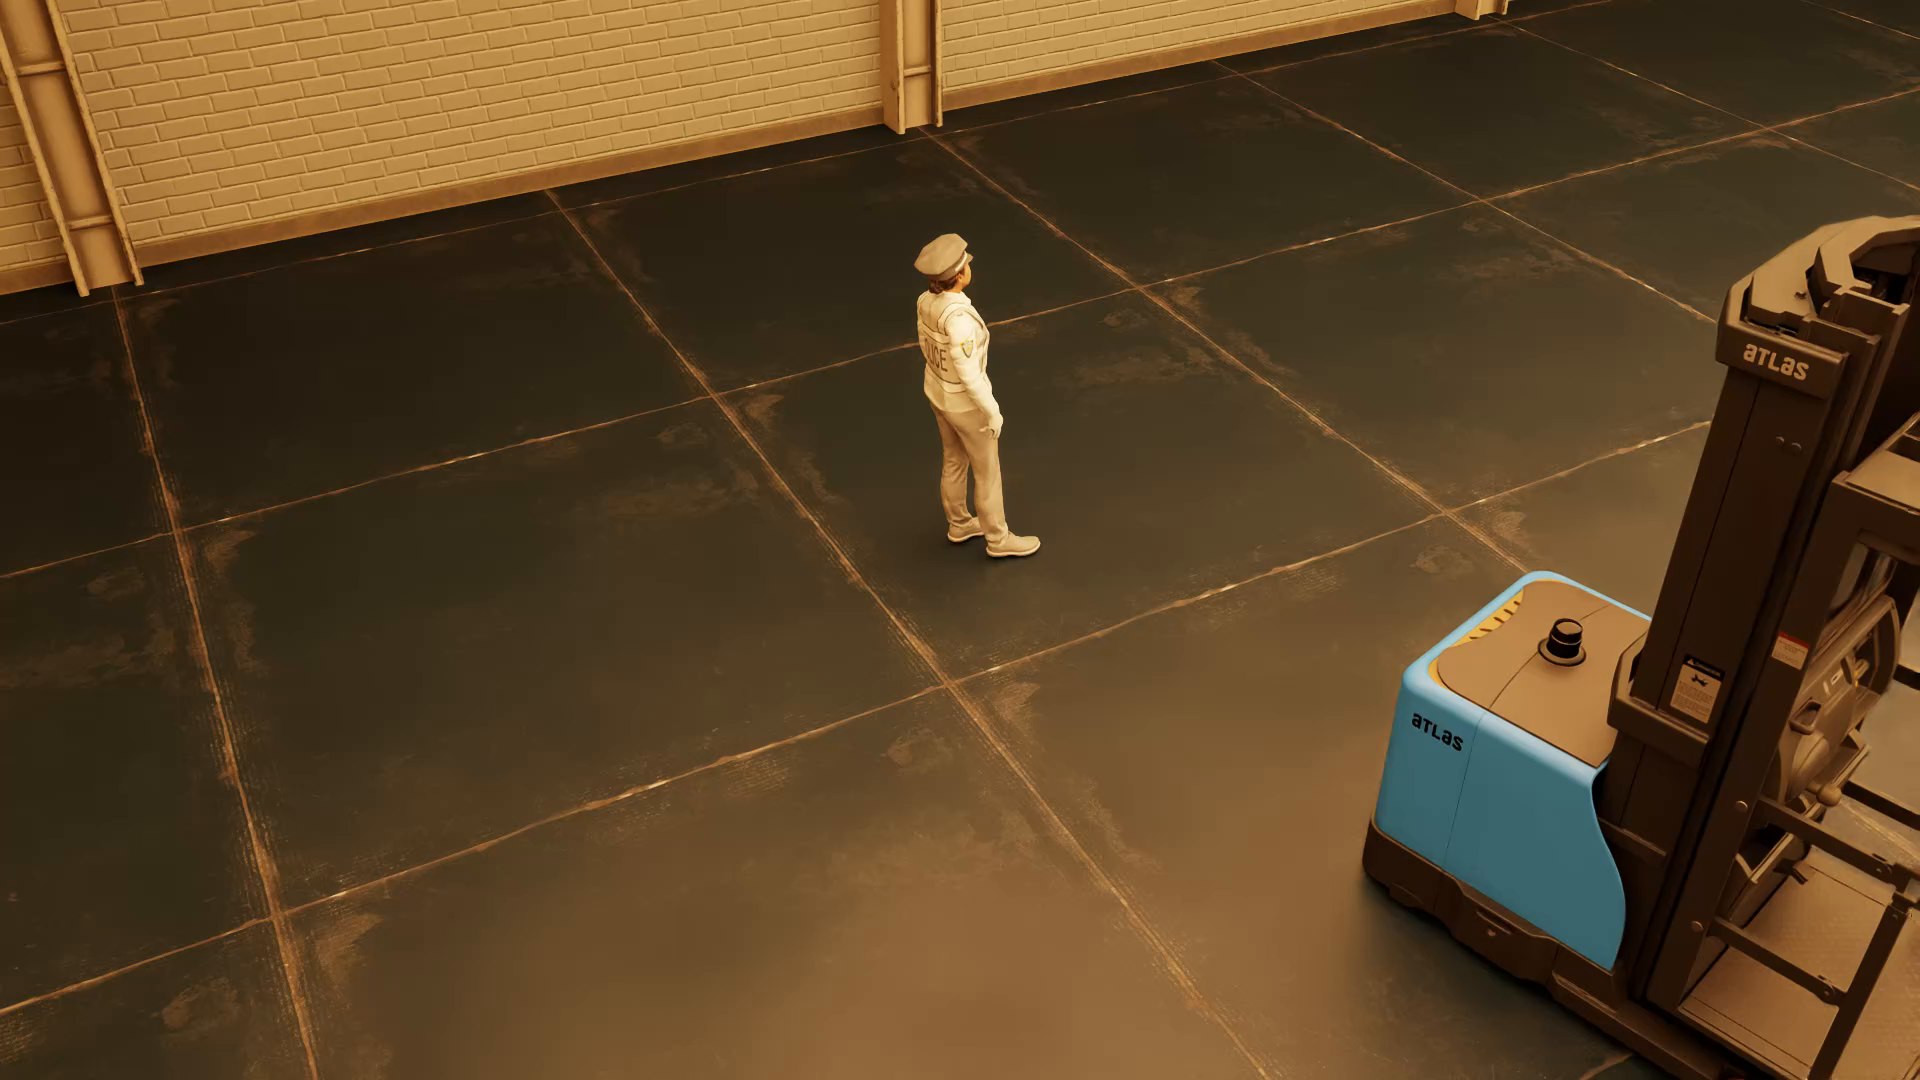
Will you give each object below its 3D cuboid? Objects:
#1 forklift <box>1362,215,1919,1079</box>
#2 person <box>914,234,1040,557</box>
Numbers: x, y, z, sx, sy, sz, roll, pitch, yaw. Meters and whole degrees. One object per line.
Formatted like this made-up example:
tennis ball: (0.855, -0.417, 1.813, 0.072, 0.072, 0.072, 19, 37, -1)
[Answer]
forklift: (3.005, 0.583, 5.298, 1.130, 2.935, 3.031, -29, 45, -35)
person: (0.064, -0.713, 8.191, 0.530, 1.694, 0.586, -17, 39, -23)
